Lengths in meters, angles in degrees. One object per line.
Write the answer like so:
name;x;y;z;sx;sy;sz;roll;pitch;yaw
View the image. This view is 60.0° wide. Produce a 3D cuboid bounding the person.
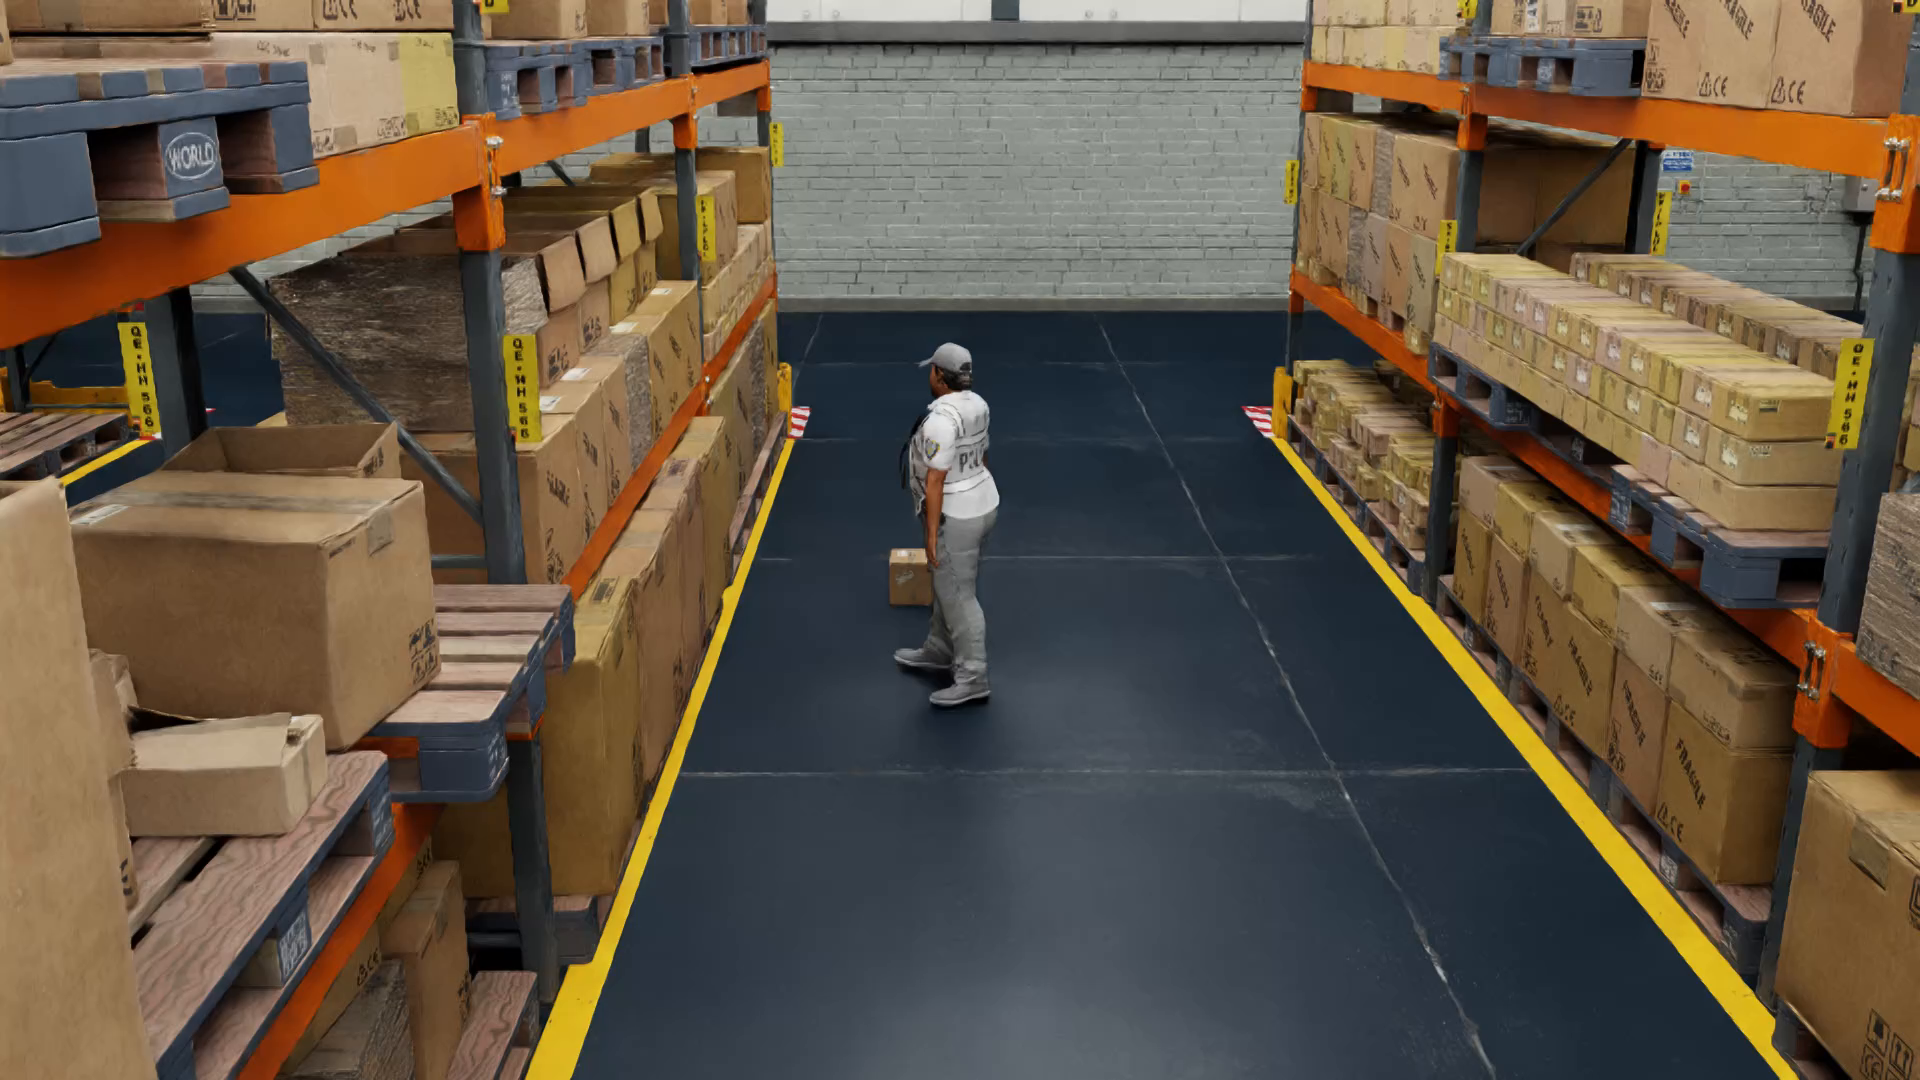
person;-0.084;-0.113;7.849;0.591;1.658;0.662;6;18;20
